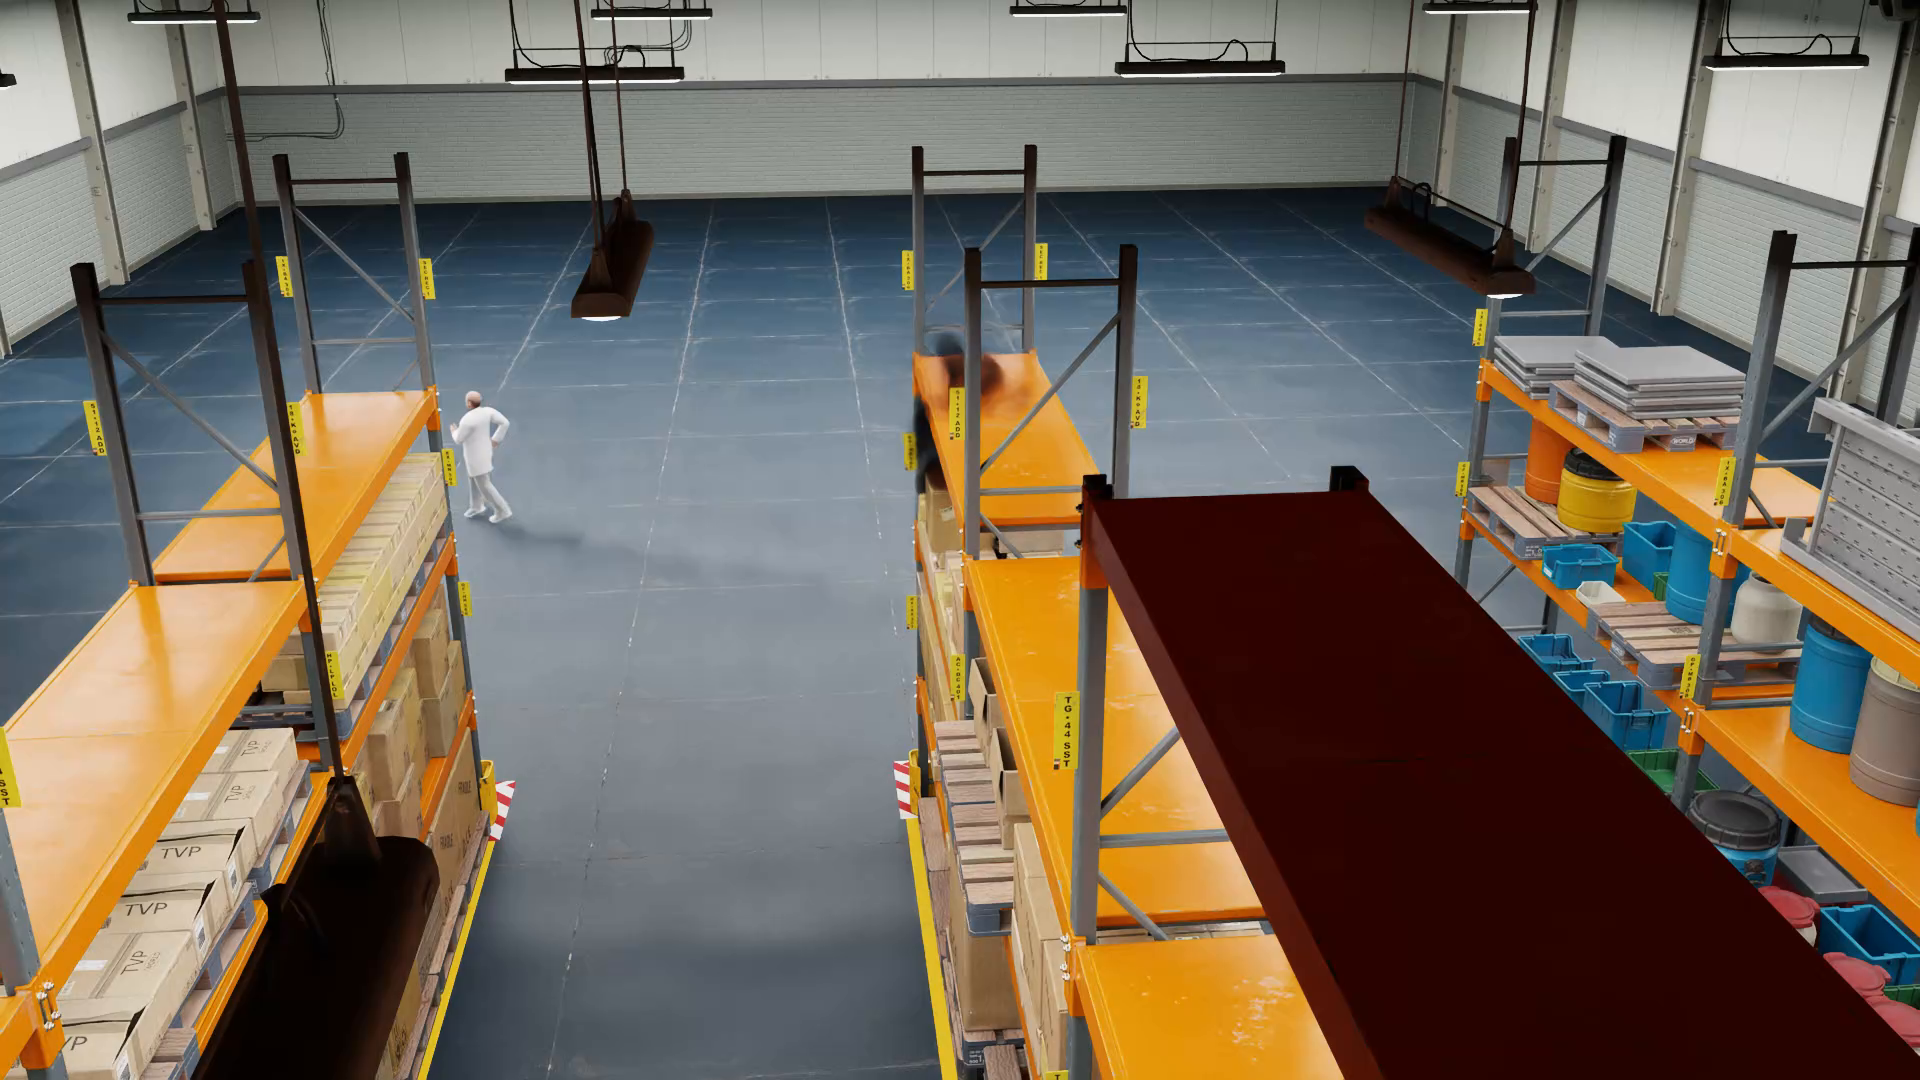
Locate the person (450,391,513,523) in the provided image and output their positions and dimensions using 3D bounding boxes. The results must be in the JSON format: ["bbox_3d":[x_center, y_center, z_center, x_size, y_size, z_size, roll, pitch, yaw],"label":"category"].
[{"bbox_3d":[-6.312,-1.075,21.917,0.907,1.833,0.678,8,23,19],"label":"person"}]
